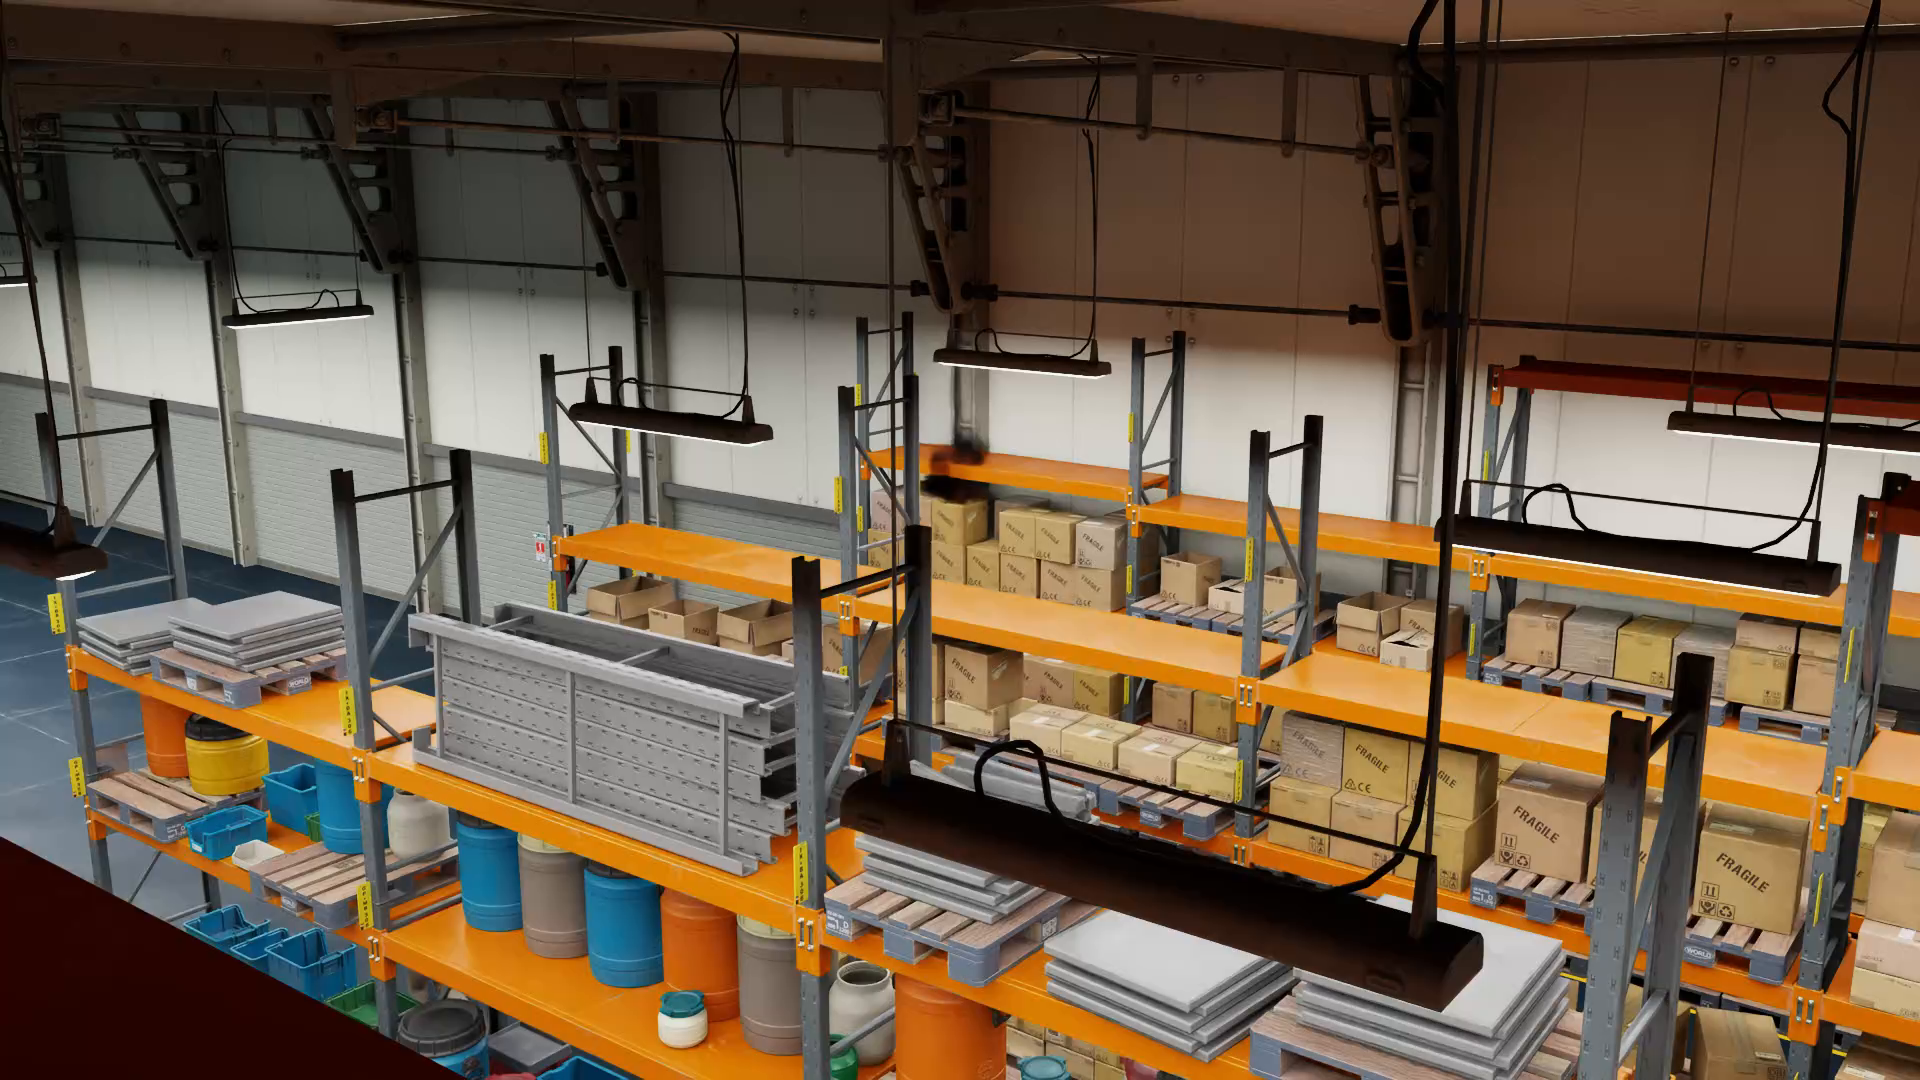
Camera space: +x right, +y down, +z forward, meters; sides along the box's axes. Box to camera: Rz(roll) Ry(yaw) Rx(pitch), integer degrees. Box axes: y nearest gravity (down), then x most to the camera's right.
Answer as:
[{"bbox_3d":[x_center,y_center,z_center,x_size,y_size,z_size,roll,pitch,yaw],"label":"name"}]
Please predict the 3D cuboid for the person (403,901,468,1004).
[{"bbox_3d":[-4.808,3.776,15.171,0.859,1.707,0.684,10,17,38],"label":"person"}]

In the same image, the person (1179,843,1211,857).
[{"bbox_3d":[2.231,3.560,15.934,0.965,1.761,0.718,8,15,32],"label":"person"}]
